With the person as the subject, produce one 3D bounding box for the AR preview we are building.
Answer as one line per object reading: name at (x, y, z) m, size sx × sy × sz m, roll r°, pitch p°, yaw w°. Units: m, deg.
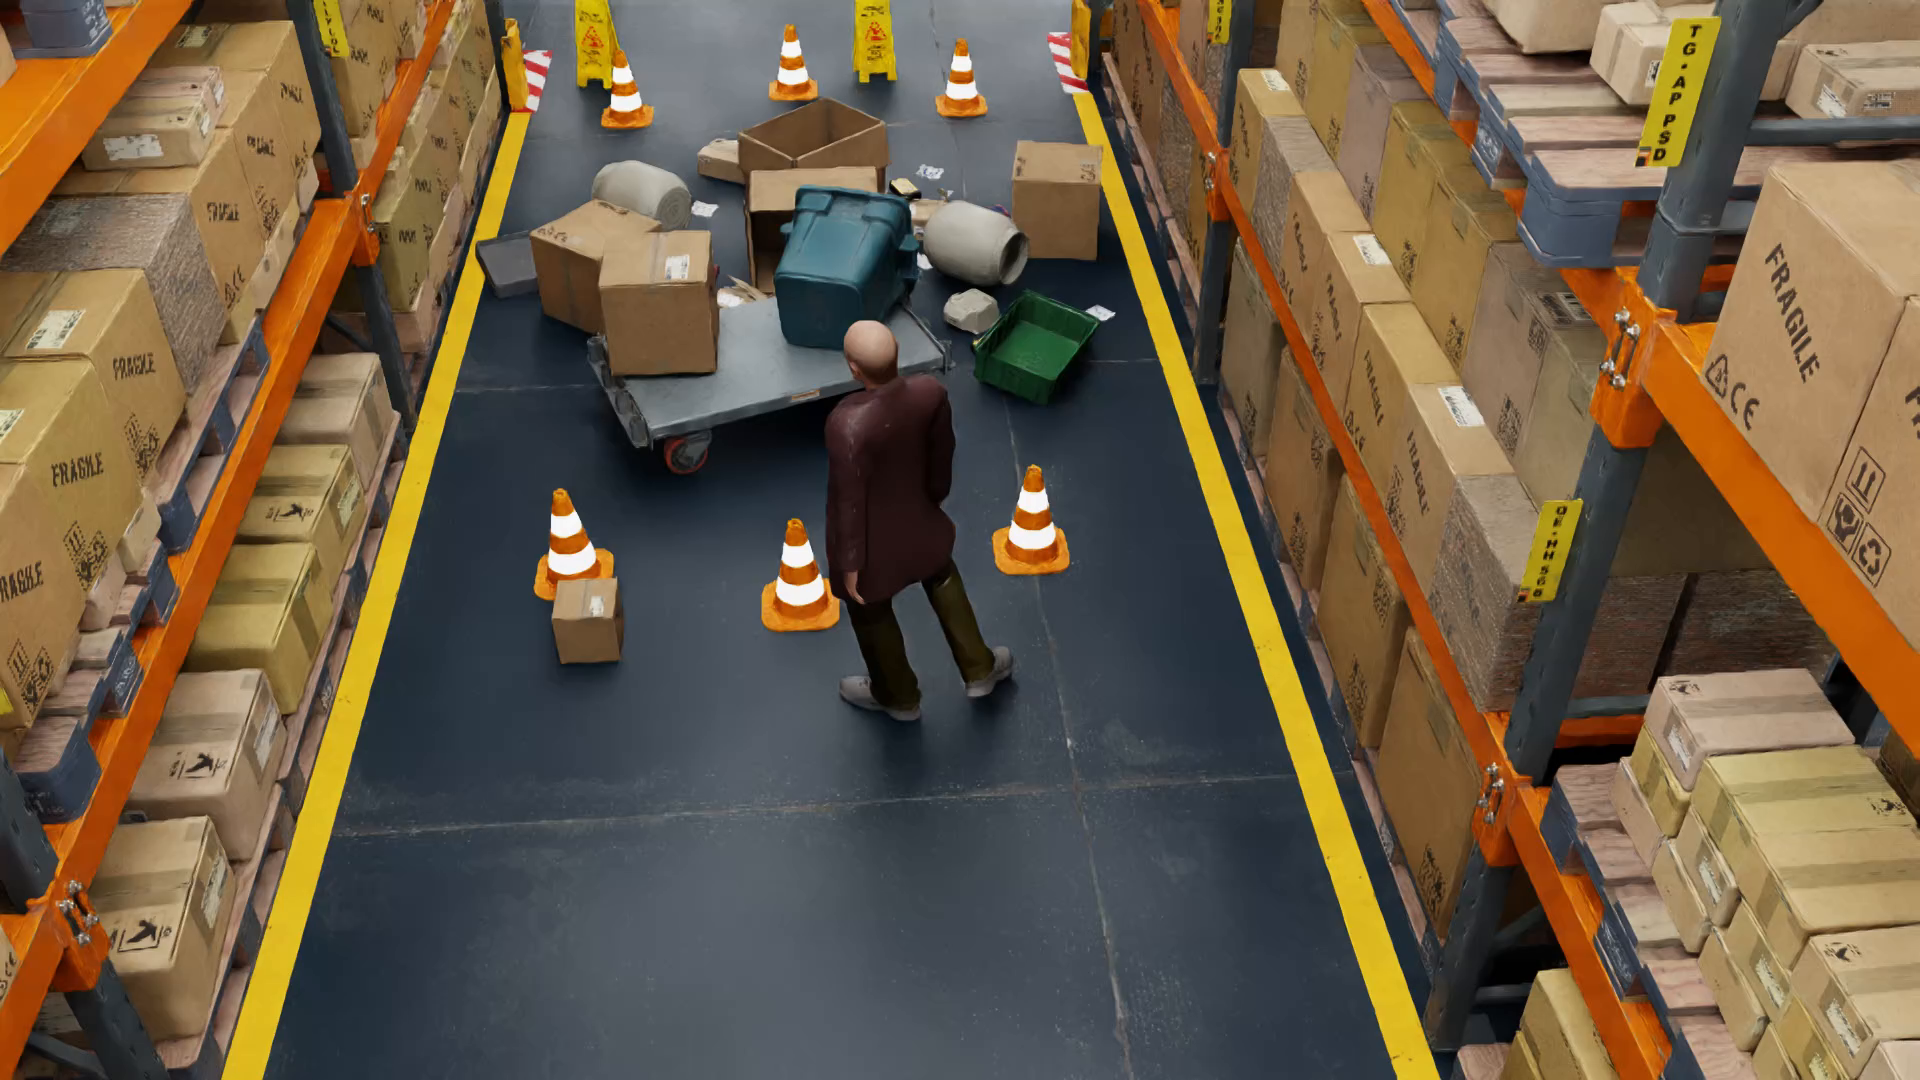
person at (-0.149, -0.052, 6.224) m, size 0.793 × 1.770 × 0.517 m, roll -27°, pitch 46°, yaw -30°
